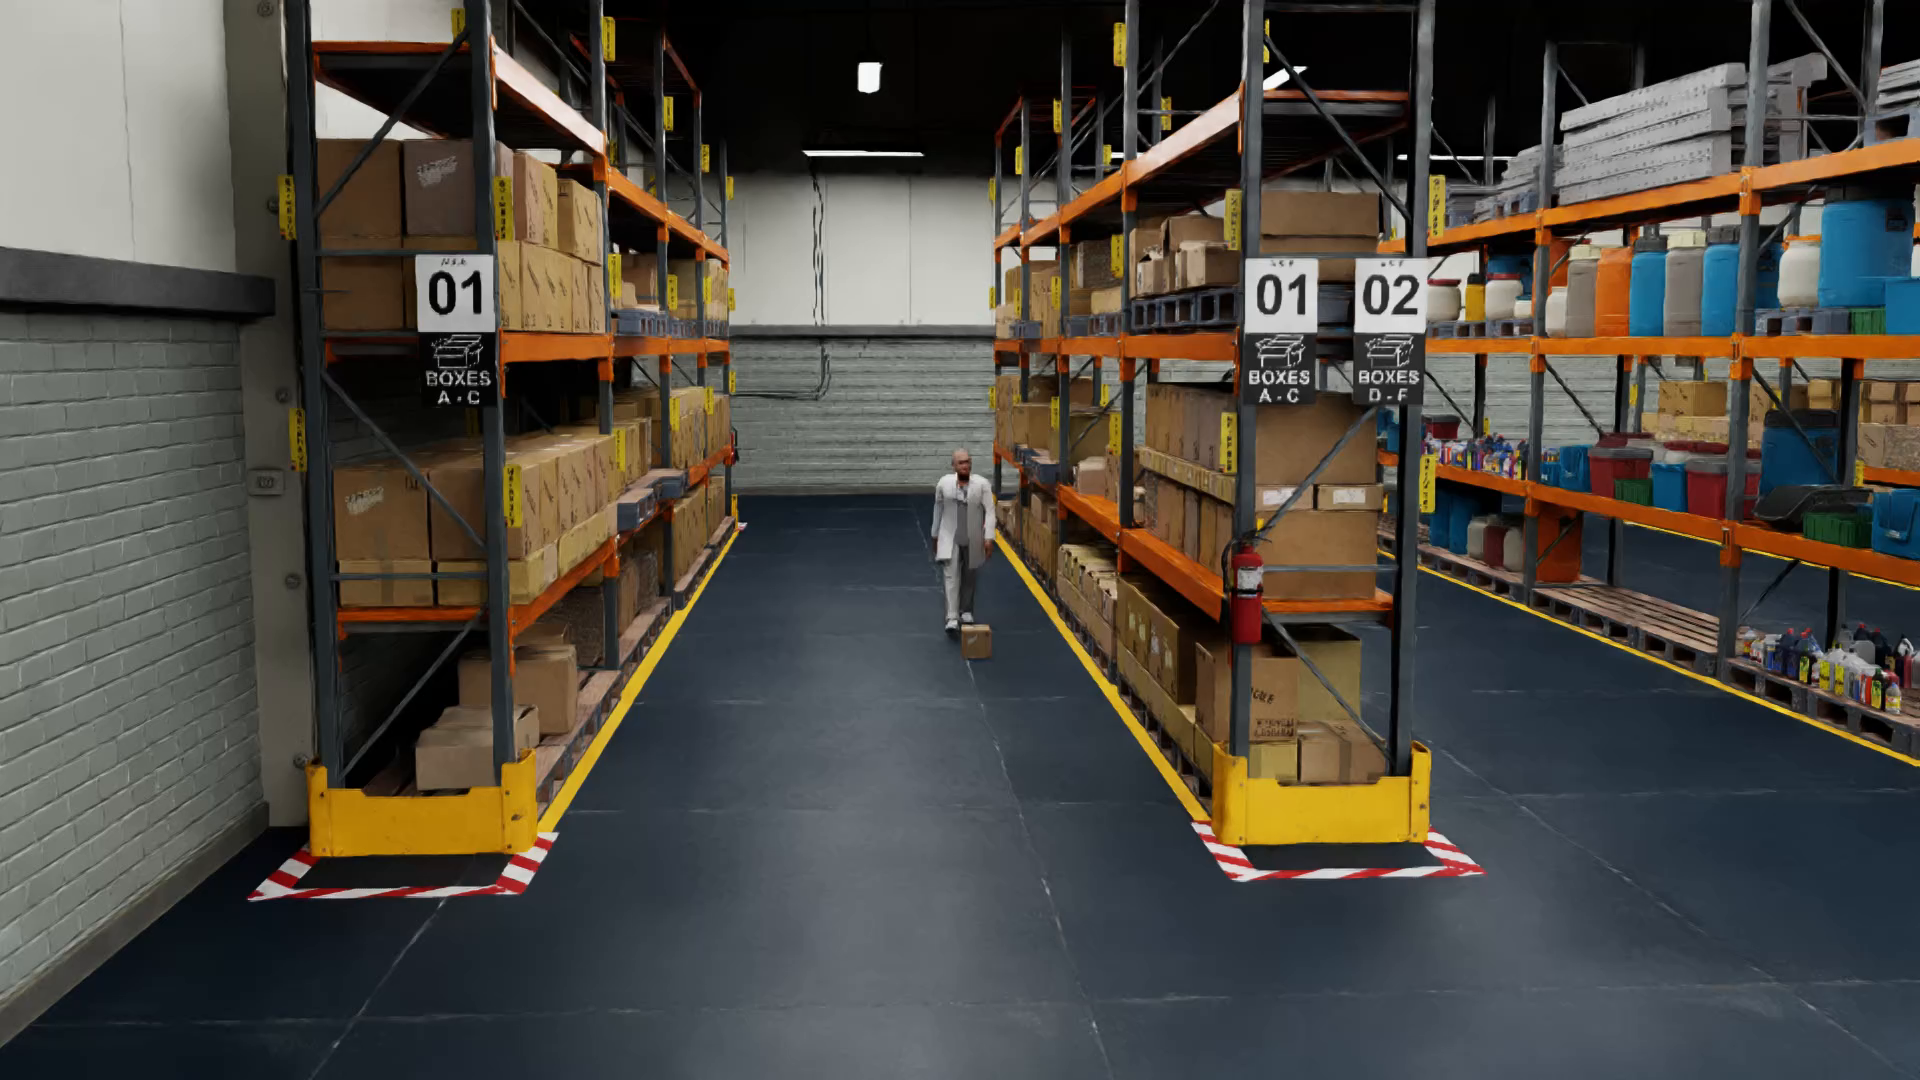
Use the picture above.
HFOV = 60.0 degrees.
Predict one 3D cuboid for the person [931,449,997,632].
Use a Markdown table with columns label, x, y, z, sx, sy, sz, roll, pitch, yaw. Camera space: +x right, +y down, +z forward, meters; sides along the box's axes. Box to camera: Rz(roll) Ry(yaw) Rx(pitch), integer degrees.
| label | x | y | z | sx | sy | sz | roll | pitch | yaw |
| --- | --- | --- | --- | --- | --- | --- | --- | --- | --- |
| person | 0.035 | -0.007 | 15.861 | 0.622 | 1.720 | 1.053 | 0 | 7 | -2 |
